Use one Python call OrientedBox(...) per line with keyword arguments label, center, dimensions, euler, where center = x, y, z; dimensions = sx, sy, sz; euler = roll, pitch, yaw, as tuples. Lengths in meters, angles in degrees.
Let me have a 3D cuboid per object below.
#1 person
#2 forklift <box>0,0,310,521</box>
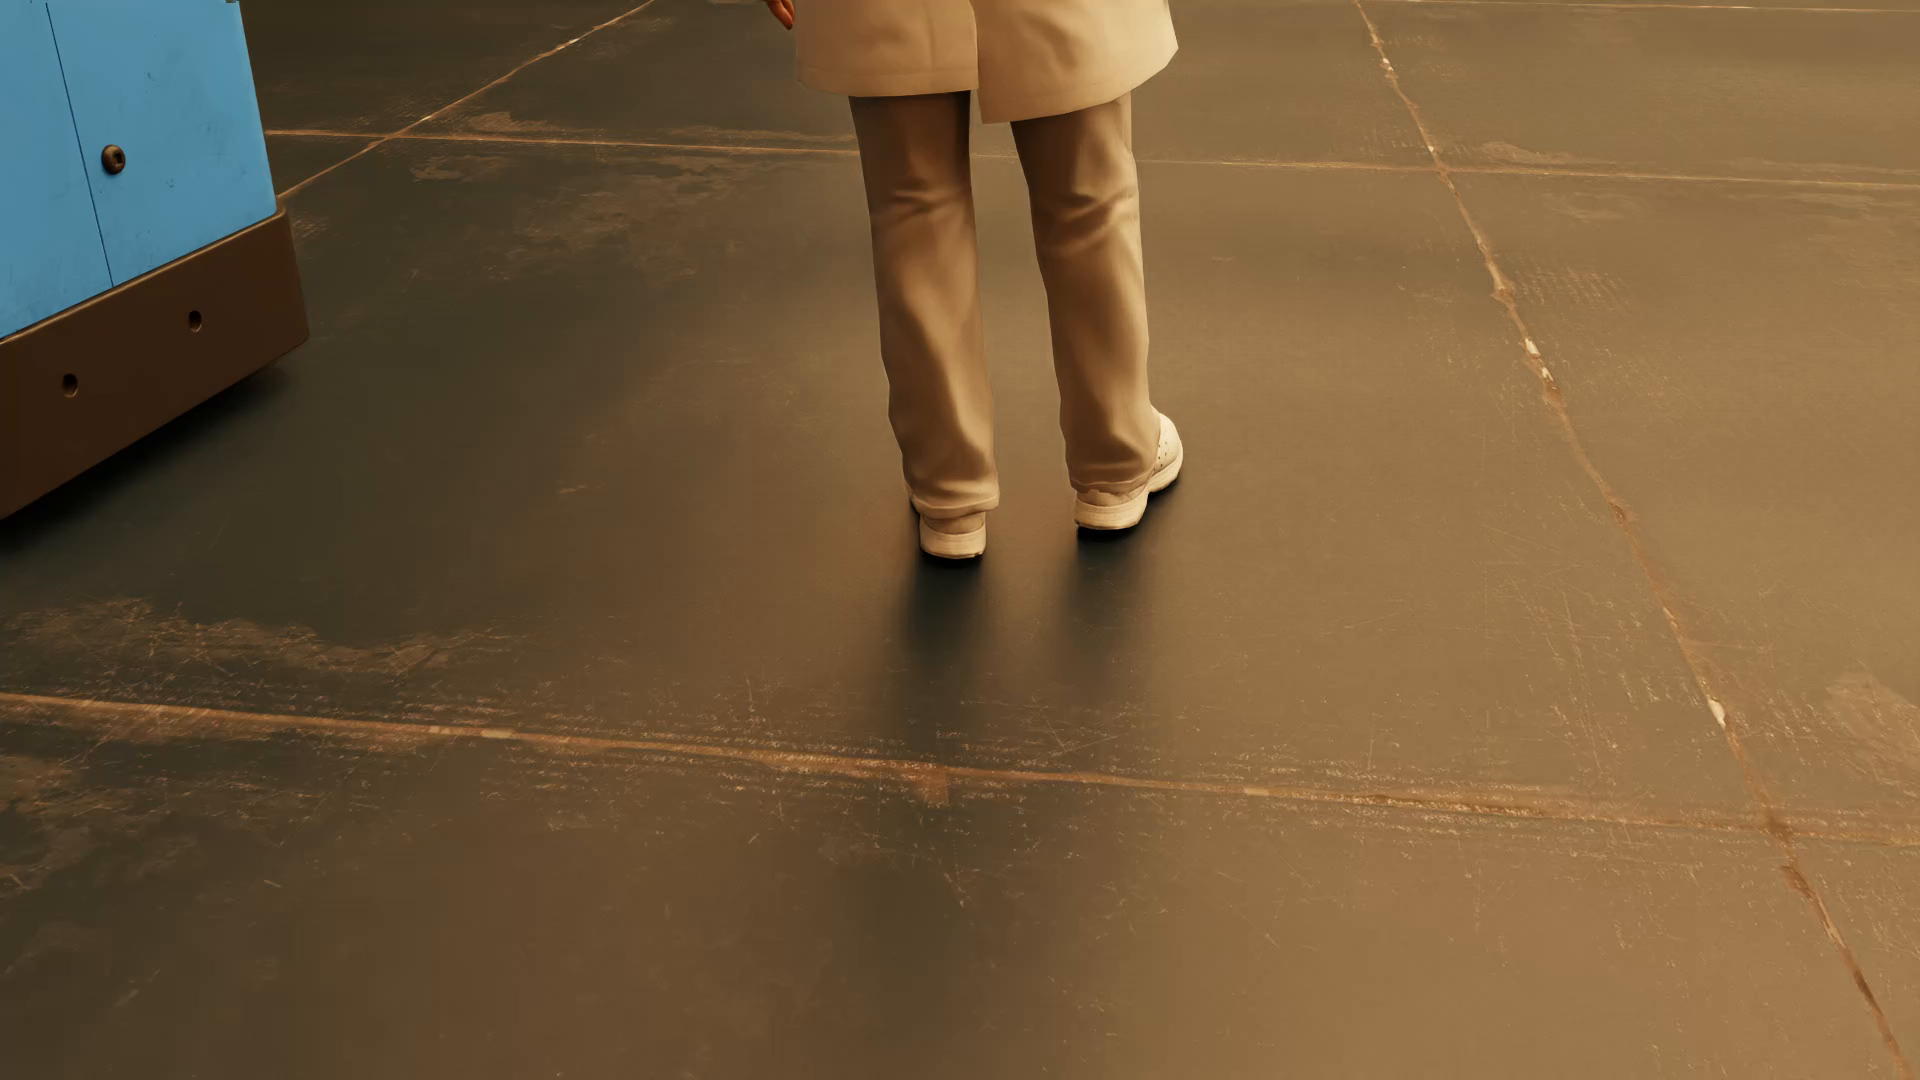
OrientedBox(label="person", center=(0.016, -0.842, 2.180), dimensions=(0.698, 1.776, 0.580), euler=(3, 27, 7))
OrientedBox(label="forklift", center=(-2.781, -1.572, 2.368), dimensions=(3.031, 2.935, 1.130), euler=(6, 27, 11))
